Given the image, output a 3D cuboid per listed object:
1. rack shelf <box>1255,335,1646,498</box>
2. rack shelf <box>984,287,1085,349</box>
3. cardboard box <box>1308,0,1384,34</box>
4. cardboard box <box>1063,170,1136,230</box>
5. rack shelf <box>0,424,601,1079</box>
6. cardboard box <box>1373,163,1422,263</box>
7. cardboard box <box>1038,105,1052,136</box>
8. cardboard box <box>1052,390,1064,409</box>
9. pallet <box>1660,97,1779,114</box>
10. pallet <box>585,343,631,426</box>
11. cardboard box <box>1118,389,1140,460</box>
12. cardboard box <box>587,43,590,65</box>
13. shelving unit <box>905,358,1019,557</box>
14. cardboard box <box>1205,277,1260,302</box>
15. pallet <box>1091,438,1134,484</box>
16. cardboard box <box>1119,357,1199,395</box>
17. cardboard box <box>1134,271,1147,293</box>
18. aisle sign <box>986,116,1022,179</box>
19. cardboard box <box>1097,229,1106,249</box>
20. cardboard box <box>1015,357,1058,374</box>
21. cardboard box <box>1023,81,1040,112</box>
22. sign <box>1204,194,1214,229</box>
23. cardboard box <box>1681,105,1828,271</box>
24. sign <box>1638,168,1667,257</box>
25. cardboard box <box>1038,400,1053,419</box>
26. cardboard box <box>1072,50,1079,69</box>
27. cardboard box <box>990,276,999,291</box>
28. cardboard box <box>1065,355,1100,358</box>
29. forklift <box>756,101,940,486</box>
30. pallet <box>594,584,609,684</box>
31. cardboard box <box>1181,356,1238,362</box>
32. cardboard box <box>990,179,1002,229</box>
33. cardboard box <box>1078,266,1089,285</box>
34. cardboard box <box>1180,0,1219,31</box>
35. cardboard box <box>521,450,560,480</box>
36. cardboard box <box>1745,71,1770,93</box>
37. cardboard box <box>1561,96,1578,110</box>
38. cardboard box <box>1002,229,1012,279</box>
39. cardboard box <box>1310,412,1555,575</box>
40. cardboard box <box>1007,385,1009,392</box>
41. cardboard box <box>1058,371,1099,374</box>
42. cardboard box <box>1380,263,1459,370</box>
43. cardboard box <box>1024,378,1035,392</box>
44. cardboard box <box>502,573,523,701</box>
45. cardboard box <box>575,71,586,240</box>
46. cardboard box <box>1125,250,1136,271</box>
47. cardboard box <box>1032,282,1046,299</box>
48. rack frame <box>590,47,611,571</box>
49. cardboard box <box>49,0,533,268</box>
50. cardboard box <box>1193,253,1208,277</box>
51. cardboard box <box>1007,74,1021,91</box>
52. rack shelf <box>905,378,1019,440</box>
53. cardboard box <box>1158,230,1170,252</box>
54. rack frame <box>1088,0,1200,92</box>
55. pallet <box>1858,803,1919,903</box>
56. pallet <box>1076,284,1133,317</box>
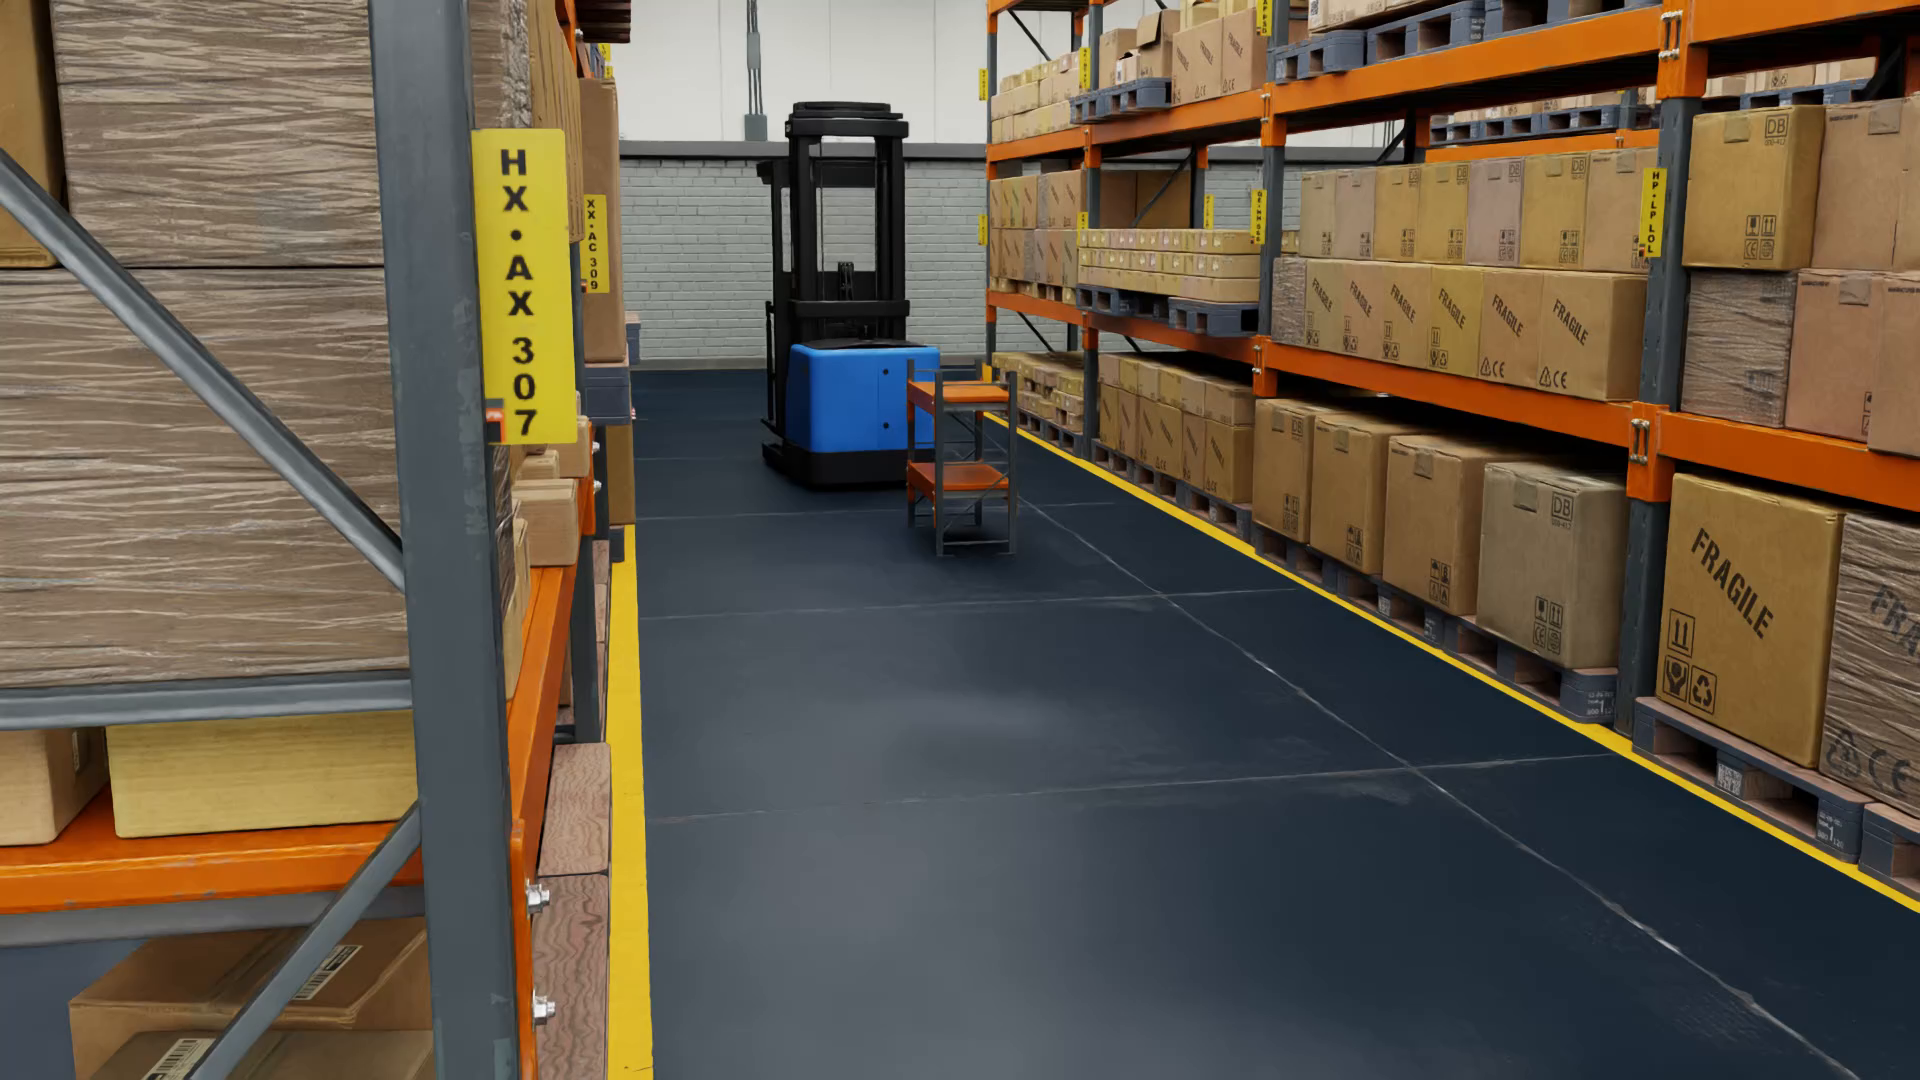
[{"bbox_3d":[2.728,-0.726,8.413,1.077,0.370,4.000,-2,11,-11],"label":"rack shelf"},{"bbox_3d":[1.172,-2.193,16.122,1.077,0.370,4.000,-2,11,-11],"label":"rack shelf"},{"bbox_3d":[2.264,-2.991,9.213,0.500,0.311,0.500,-2,11,-11],"label":"cardboard box"},{"bbox_3d":[1.205,-2.943,14.398,0.500,0.500,0.500,-3,11,-13],"label":"cardboard box"},{"bbox_3d":[-1.379,0.169,3.709,1.077,0.370,4.000,-2,11,-11],"label":"rack shelf"},{"bbox_3d":[2.618,-1.717,8.755,0.700,0.500,0.500,-2,11,-12],"label":"cardboard box"},{"bbox_3d":[1.016,-3.845,15.255,0.500,0.250,0.500,-2,11,-12],"label":"cardboard box"},{"bbox_3d":[1.054,-1.276,15.083,0.380,0.149,0.250,-3,11,-13],"label":"cardboard box"},{"bbox_3d":[6.624,-3.592,14.034,0.805,0.209,1.217,-3,11,-13],"label":"pallet"},{"bbox_3d":[-1.774,-0.602,6.351,1.003,0.211,1.213,-2,11,-11],"label":"pallet"},{"bbox_3d":[1.549,-0.916,13.050,0.500,0.500,0.500,-2,11,-8],"label":"cardboard box"},{"bbox_3d":[-2.103,-2.516,8.270,0.500,0.250,0.500,-2,11,-11],"label":"cardboard box"},{"bbox_3d":[-0.001,-0.554,10.598,0.538,1.125,1.048,-2,11,-11],"label":"shelving unit"},{"bbox_3d":[1.792,-1.603,10.645,0.380,0.149,0.250,-2,11,-10],"label":"cardboard box"},{"bbox_3d":[1.714,-0.667,13.638,1.003,0.211,1.213,-2,11,-11],"label":"pallet"},{"bbox_3d":[1.552,-1.284,12.977,0.500,0.250,0.500,-2,11,-9],"label":"cardboard box"},{"bbox_3d":[1.492,-1.888,12.144,0.380,0.149,0.250,-3,11,-14],"label":"cardboard box"},{"bbox_3d":[0.475,-4.193,17.752,0.394,0.787,0.004,-2,11,-11],"label":"aisle sign"},{"bbox_3d":[1.294,-2.368,13.074,0.380,0.149,0.250,-2,11,-11],"label":"cardboard box"},{"bbox_3d":[0.776,-1.764,16.851,0.380,0.149,0.250,-3,11,-14],"label":"cardboard box"},{"bbox_3d":[0.903,-4.188,15.717,0.500,0.250,0.500,-3,11,-13],"label":"cardboard box"},{"bbox_3d":[2.105,-2.770,14.129,0.100,0.325,0.005,-2,11,-11],"label":"sign"},{"bbox_3d":[3.155,-1.248,5.942,0.875,0.550,0.550,-2,11,-11],"label":"cardboard box"},{"bbox_3d":[2.587,-1.221,6.205,0.100,0.325,0.005,-2,11,-11],"label":"sign"},{"bbox_3d":[0.949,-1.235,15.665,0.380,0.149,0.250,-2,11,-11],"label":"cardboard box"},{"bbox_3d":[1.171,-4.117,14.279,0.380,0.149,0.250,-2,11,-10],"label":"cardboard box"},{"bbox_3d":[0.525,-2.719,17.631,0.380,0.149,0.250,-2,11,-11],"label":"cardboard box"},{"bbox_3d":[1.302,-1.833,17.214,0.380,0.149,0.250,-2,11,-12],"label":"cardboard box"},{"bbox_3d":[-1.056,-2.084,13.808,1.130,2.935,3.031,-3,11,-17],"label":"forklift"},{"bbox_3d":[-2.161,0.452,7.757,1.003,0.211,1.213,-2,11,-11],"label":"pallet"},{"bbox_3d":[2.041,-1.305,13.085,0.500,0.250,0.500,-2,11,-8],"label":"cardboard box"},{"bbox_3d":[0.610,-3.508,17.368,0.500,0.500,0.500,-2,11,-11],"label":"cardboard box"},{"bbox_3d":[1.187,-2.174,13.644,0.380,0.149,0.250,-3,11,-14],"label":"cardboard box"},{"bbox_3d":[1.735,-3.645,11.487,0.396,0.266,0.258,-2,11,-11],"label":"cardboard box"},{"bbox_3d":[-1.160,-0.123,3.993,0.380,0.149,0.250,-2,11,-11],"label":"cardboard box"},{"bbox_3d":[6.409,-3.645,13.036,0.396,0.266,0.258,-1,11,-6],"label":"cardboard box"},{"bbox_3d":[5.908,-4.138,15.674,0.380,0.149,0.250,-2,11,-10],"label":"cardboard box"},{"bbox_3d":[0.729,-2.919,16.949,0.500,0.500,0.500,-2,11,-11],"label":"cardboard box"},{"bbox_3d":[2.543,-0.272,8.998,1.050,0.750,0.750,-2,11,-10],"label":"cardboard box"},{"bbox_3d":[0.702,-1.567,17.407,0.380,0.149,0.250,-2,11,-11],"label":"cardboard box"},{"bbox_3d":[1.119,-1.475,15.334,0.380,0.149,0.250,-2,11,-9],"label":"cardboard box"},{"bbox_3d":[2.456,-1.126,8.324,0.500,0.500,0.500,-2,11,-12],"label":"cardboard box"},{"bbox_3d":[0.854,-1.570,16.628,0.380,0.149,0.250,-3,11,-14],"label":"cardboard box"},{"bbox_3d":[-0.875,0.152,2.546,0.380,0.149,0.250,-2,11,-11],"label":"cardboard box"},{"bbox_3d":[-1.410,-1.165,5.057,0.500,0.500,0.500,-2,11,-11],"label":"cardboard box"},{"bbox_3d":[1.447,-2.080,12.353,0.380,0.149,0.250,-2,11,-12],"label":"cardboard box"},{"bbox_3d":[0.901,-2.385,15.874,0.380,0.149,0.250,-2,11,-10],"label":"cardboard box"},{"bbox_3d":[-2.546,-1.285,9.423,1.000,3.000,0.127,-2,11,-11],"label":"rack frame"},{"bbox_3d":[-0.829,-0.614,2.165,0.500,0.500,0.500,-2,11,-11],"label":"cardboard box"},{"bbox_3d":[1.743,-1.798,10.876,0.380,0.149,0.250,-2,11,-9],"label":"cardboard box"},{"bbox_3d":[0.683,-4.543,16.517,0.380,0.149,0.250,-2,11,-10],"label":"cardboard box"},{"bbox_3d":[-0.001,-0.841,10.543,0.538,0.278,1.000,-2,11,-11],"label":"rack shelf"},{"bbox_3d":[1.600,-2.082,11.571,0.380,0.149,0.250,-2,11,-11],"label":"cardboard box"},{"bbox_3d":[1.561,-5.127,13.567,1.000,3.000,0.127,-2,11,-11],"label":"rack frame"},{"bbox_3d":[3.429,1.024,4.754,1.003,0.211,1.213,-2,11,-11],"label":"pallet"},{"bbox_3d":[1.567,-1.940,13.381,1.003,0.211,1.213,-2,11,-11],"label":"pallet"}]
